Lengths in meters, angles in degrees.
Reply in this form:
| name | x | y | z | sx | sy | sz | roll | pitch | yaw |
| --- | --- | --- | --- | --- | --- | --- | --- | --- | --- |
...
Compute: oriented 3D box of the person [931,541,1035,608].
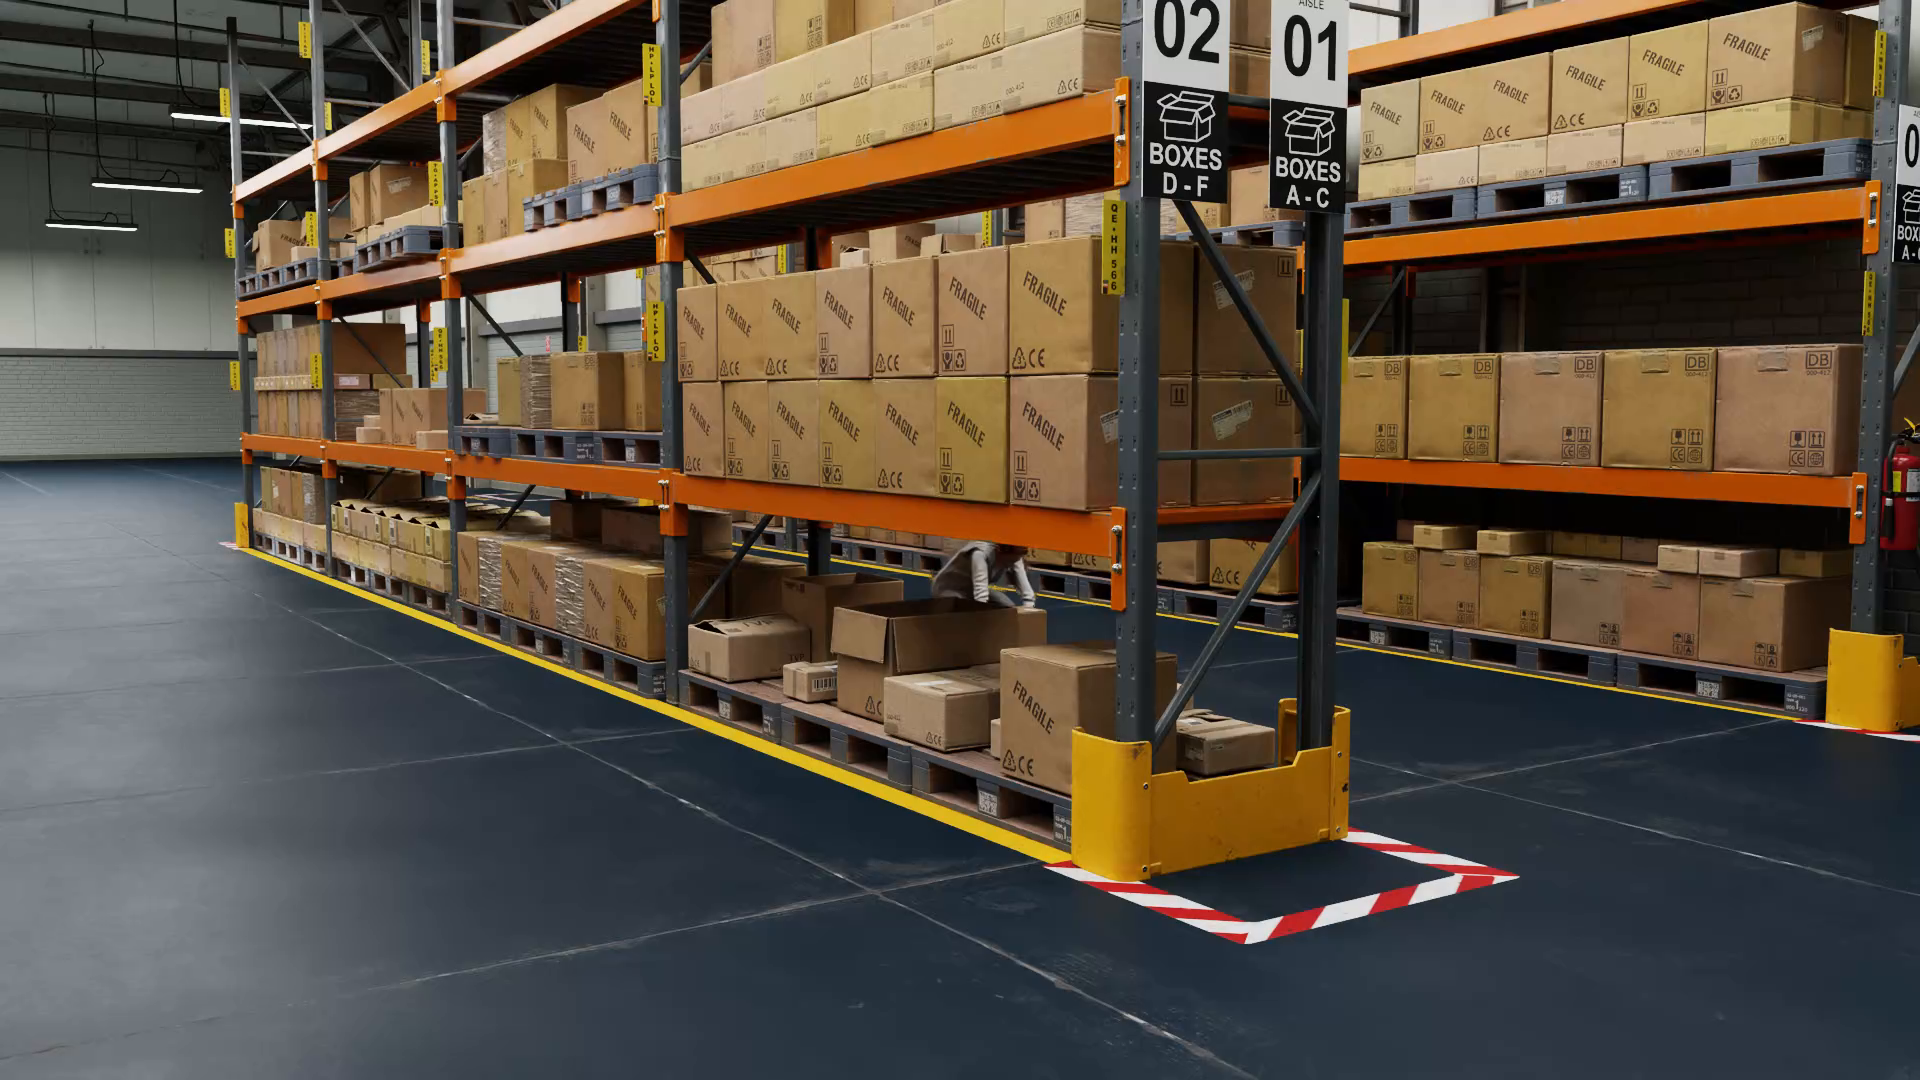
| name | x | y | z | sx | sy | sz | roll | pitch | yaw |
| --- | --- | --- | --- | --- | --- | --- | --- | --- | --- |
| person | 0.150 | 0.369 | 10.310 | 0.451 | 0.948 | 0.784 | -3 | 6 | -34 |
